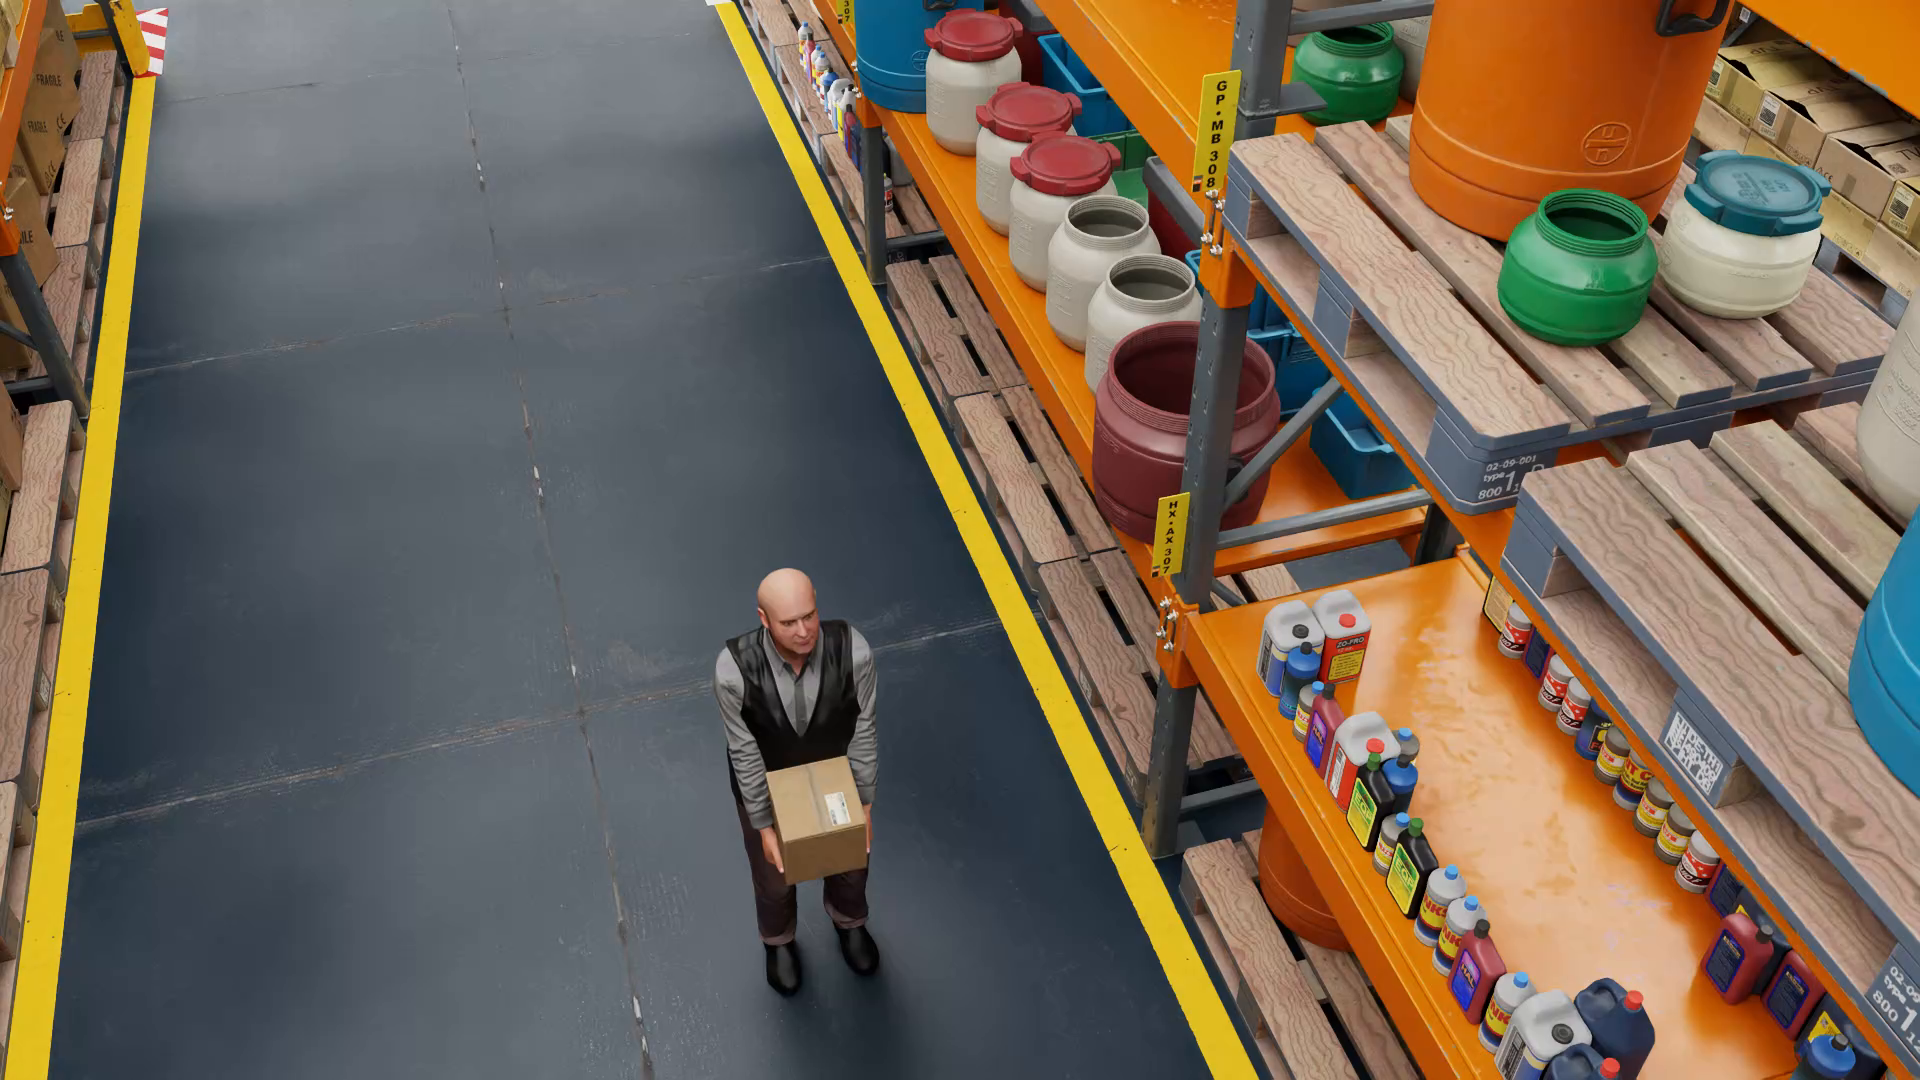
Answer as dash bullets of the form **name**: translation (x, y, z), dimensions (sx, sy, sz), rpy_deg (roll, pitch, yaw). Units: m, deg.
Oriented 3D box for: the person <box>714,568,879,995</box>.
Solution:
- **person**: translation (-0.463, 0.843, 5.247), dimensions (0.494, 1.711, 0.558), rpy_deg (-11, 43, -12)
